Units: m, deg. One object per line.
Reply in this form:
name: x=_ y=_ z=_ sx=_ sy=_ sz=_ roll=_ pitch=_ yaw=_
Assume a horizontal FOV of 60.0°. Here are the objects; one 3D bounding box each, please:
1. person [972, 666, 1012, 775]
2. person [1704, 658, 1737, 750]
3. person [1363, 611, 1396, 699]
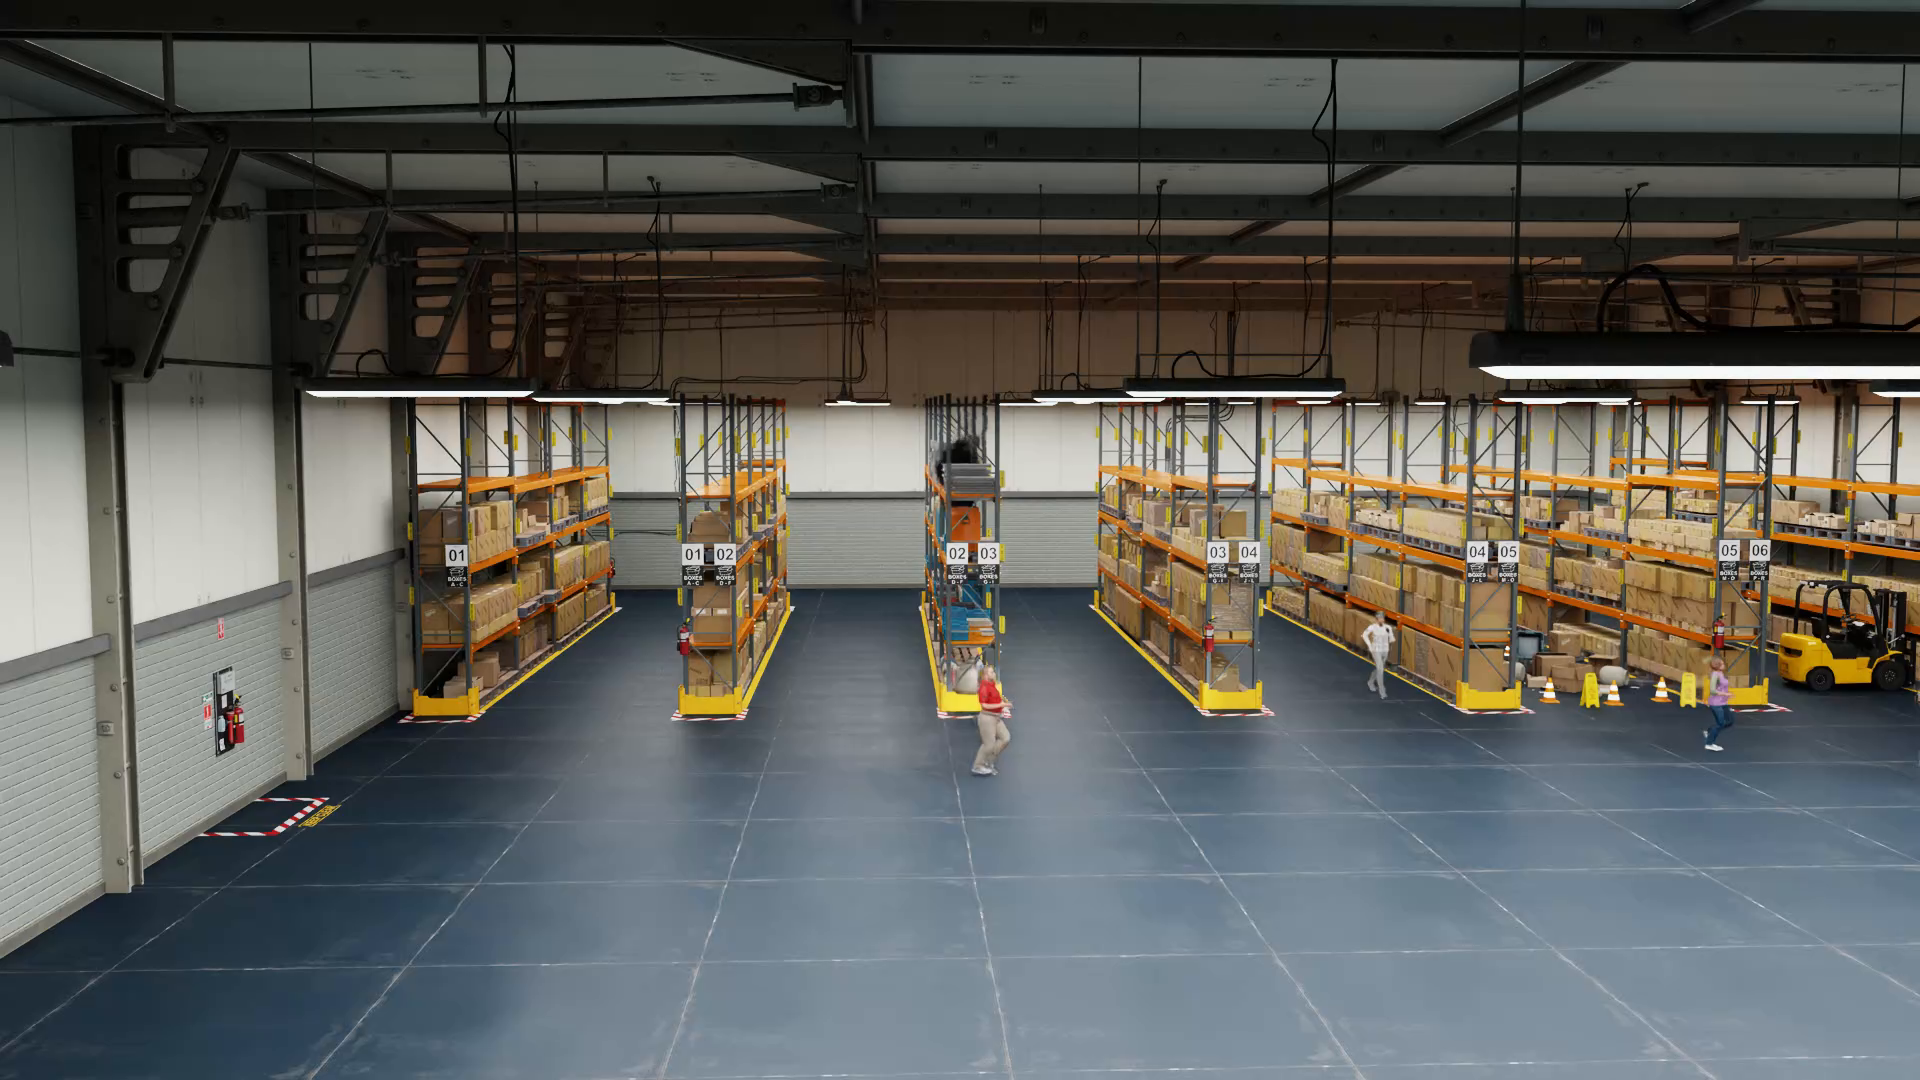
person: x=0.520 y=2.833 z=25.915 sx=0.660 sy=1.740 sz=0.644 roll=2 pitch=5 yaw=19
person: x=12.714 y=2.744 z=27.780 sx=0.536 sy=1.556 sz=0.526 roll=4 pitch=6 yaw=40
person: x=8.384 y=2.220 z=33.179 sx=0.592 sy=1.656 sz=0.777 roll=-1 pitch=5 yaw=-13
